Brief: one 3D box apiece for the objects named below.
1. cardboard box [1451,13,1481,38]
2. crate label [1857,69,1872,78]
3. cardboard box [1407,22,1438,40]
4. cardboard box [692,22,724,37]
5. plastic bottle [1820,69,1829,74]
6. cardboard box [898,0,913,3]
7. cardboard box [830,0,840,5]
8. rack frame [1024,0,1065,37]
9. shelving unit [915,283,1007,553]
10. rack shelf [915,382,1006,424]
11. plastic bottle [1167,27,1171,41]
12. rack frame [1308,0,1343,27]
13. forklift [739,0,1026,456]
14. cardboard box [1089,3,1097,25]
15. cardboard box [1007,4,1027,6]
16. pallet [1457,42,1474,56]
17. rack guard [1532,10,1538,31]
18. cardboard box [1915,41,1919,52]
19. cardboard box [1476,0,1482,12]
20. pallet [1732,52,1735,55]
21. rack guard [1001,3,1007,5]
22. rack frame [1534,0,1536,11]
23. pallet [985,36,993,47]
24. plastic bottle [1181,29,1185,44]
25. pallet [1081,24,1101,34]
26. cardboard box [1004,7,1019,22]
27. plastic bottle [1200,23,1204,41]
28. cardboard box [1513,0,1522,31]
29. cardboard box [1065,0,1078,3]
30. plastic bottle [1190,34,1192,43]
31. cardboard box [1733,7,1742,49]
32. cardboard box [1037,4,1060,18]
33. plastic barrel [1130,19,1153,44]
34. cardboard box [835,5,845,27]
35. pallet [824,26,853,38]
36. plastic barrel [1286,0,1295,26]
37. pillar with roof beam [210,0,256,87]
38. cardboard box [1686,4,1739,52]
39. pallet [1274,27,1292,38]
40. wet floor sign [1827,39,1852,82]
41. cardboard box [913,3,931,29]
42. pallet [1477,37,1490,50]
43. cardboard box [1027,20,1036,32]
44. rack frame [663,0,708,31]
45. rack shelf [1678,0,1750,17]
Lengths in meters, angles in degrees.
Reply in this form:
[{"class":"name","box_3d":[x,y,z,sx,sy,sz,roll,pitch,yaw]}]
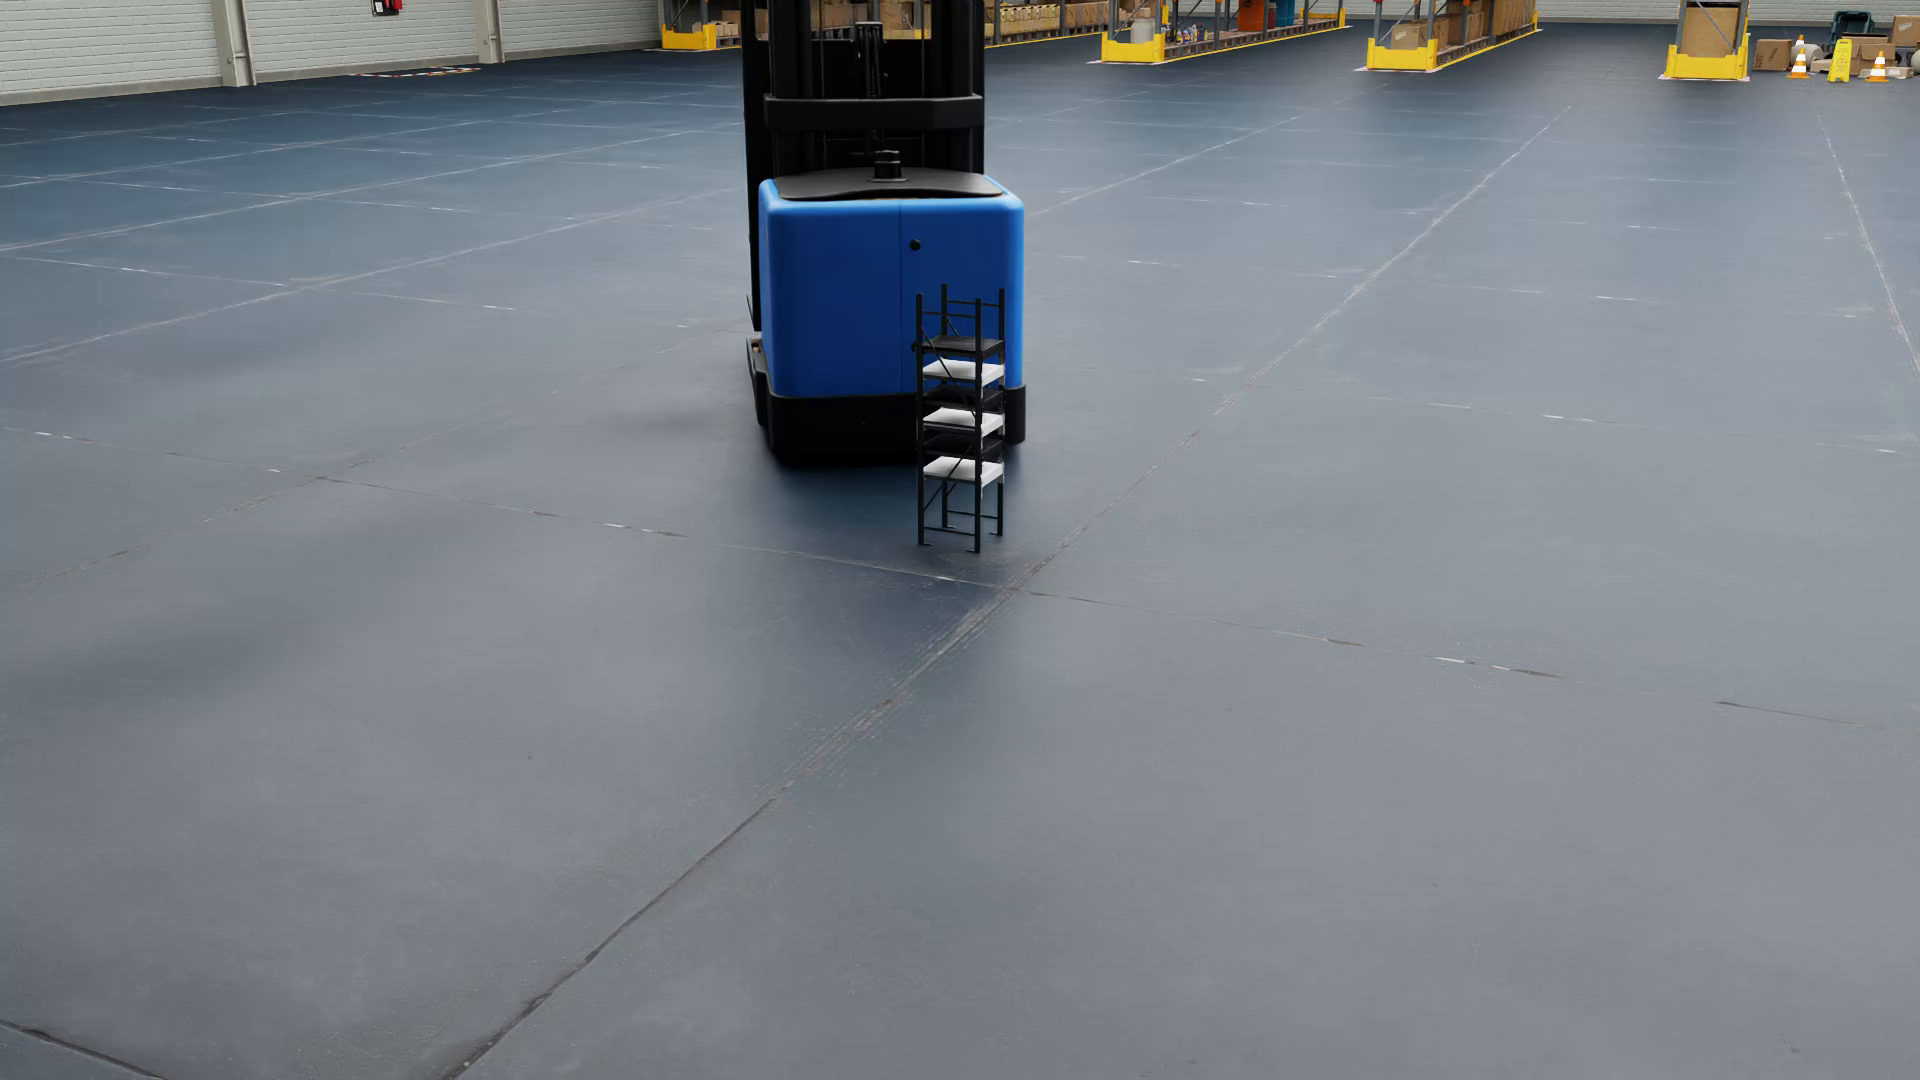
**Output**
[{"class":"cardboard box","box_3d":[10.596,-10.860,35.104,0.700,0.500,0.500,7,21,18]},{"class":"crate label","box_3d":[14.945,-7.661,27.307,0.250,0.136,0.298,-2,20,-5]},{"class":"cardboard box","box_3d":[8.550,-9.349,30.885,0.500,0.500,0.500,11,22,28]},{"class":"cardboard box","box_3d":[-5.400,-10.943,35.618,0.500,0.311,0.500,6,20,17]},{"class":"plastic bottle","box_3d":[14.725,-7.974,28.298,0.133,0.061,0.283,1,20,4]},{"class":"cardboard box","box_3d":[-1.704,-13.907,43.180,0.750,0.750,0.750,8,21,22]},{"class":"cardboard box","box_3d":[-3.233,-13.081,40.228,0.500,0.250,0.500,8,21,22]},{"class":"rack frame","box_3d":[2.031,-13.570,39.650,1.000,3.000,0.127,9,21,23]},{"class":"shelving unit","box_3d":[0.003,-0.426,5.825,0.258,0.900,0.210,9,21,23]},{"class":"rack shelf","box_3d":[0.003,-0.480,5.806,0.258,0.077,0.200,9,21,23]},{"class":"plastic bottle","box_3d":[4.253,-10.338,33.976,0.097,0.271,0.097,0,20,0]},{"class":"rack frame","box_3d":[9.825,-15.335,44.612,1.000,3.000,0.127,9,21,23]},{"class":"forklift","box_3d":[-0.472,-2.177,7.716,1.130,2.935,3.031,-3,20,-9]},{"class":"cardboard box","box_3d":[3.107,-13.173,41.608,0.500,0.500,0.500,8,21,21]},{"class":"cardboard box","box_3d":[1.342,-12.455,39.155,0.500,0.311,0.500,8,21,21]},{"class":"pallet","box_3d":[9.747,-9.911,33.523,1.003,0.211,1.213,9,21,23]},{"class":"rack guard","box_3d":[14.353,-13.485,43.141,1.175,0.500,0.348,9,21,23]},{"class":"cardboard box","box_3d":[16.790,-8.310,28.585,0.500,0.500,0.500,-9,22,-24]},{"class":"cardboard box","box_3d":[10.821,-11.384,35.456,0.500,0.250,0.500,10,22,25]},{"class":"pallet","box_3d":[13.530,-8.740,30.229,1.003,0.211,1.213,9,21,23]},{"class":"rack guard","box_3d":[0.796,-15.524,48.874,1.175,0.500,0.348,9,21,23]},{"class":"rack frame","box_3d":[14.344,-14.655,42.701,1.000,3.000,0.127,9,21,23]},{"class":"pallet","box_3d":[0.030,-10.796,36.011,1.003,0.211,1.213,9,21,23]},{"class":"plastic bottle","box_3d":[4.409,-9.949,32.866,0.061,0.283,0.133,9,21,24]},{"class":"pallet","box_3d":[2.873,-12.851,41.789,1.003,0.211,1.213,9,21,23]},{"class":"cardboard box","box_3d":[1.000,-11.758,37.195,0.500,0.311,0.500,8,21,22]},{"class":"plastic bottle","box_3d":[4.910,-10.389,34.003,0.144,0.351,0.185,8,21,21]},{"class":"cardboard box","box_3d":[12.462,-12.431,38.991,1.225,0.875,0.875,9,21,23]},{"class":"cardboard box","box_3d":[2.635,-13.602,41.695,0.500,0.250,0.500,8,21,22]},{"class":"plastic bottle","box_3d":[4.606,-10.073,33.335,0.097,0.201,0.097,0,20,0]},{"class":"cardboard box","box_3d":[14.085,-9.616,31.261,1.050,0.750,0.750,8,21,22]},{"class":"cardboard box","box_3d":[2.042,-12.543,39.401,0.500,0.311,0.500,9,22,24]},{"class":"plastic barrel","box_3d":[3.473,-9.681,31.801,0.421,0.512,0.421,0,20,0]},{"class":"cardboard box","box_3d":[-3.231,-12.754,40.428,0.700,0.500,0.500,8,21,22]},{"class":"pallet","box_3d":[-3.312,-12.325,40.309,1.003,0.211,1.213,9,21,23]},{"class":"plastic barrel","box_3d":[7.949,-13.157,40.994,0.600,0.901,0.708,9,21,23]},{"class":"pillar with roof beam","box_3d":[-7.254,-10.703,22.636,9.100,9.000,0.400,9,21,23]},{"class":"cardboard box","box_3d":[12.851,-8.735,28.599,0.875,0.875,0.875,8,21,22]},{"class":"pallet","box_3d":[7.335,-12.194,39.941,1.003,0.211,1.213,9,21,23]},{"class":"wet floor sign","box_3d":[14.070,-7.663,26.553,0.267,0.644,0.232,5,20,13]},{"class":"cardboard box","box_3d":[-0.619,-10.667,33.844,0.500,0.500,0.500,9,21,23]},{"class":"pallet","box_3d":[10.746,-10.657,35.621,1.003,0.211,1.213,9,21,23]},{"class":"cardboard box","box_3d":[1.414,-11.809,38.175,0.500,0.250,0.500,9,21,24]},{"class":"rack frame","box_3d":[-5.765,-11.803,34.681,1.000,3.000,0.127,9,21,23]},{"class":"rack shelf","box_3d":[13.094,-9.325,28.787,1.077,0.370,4.000,9,21,23]}]
